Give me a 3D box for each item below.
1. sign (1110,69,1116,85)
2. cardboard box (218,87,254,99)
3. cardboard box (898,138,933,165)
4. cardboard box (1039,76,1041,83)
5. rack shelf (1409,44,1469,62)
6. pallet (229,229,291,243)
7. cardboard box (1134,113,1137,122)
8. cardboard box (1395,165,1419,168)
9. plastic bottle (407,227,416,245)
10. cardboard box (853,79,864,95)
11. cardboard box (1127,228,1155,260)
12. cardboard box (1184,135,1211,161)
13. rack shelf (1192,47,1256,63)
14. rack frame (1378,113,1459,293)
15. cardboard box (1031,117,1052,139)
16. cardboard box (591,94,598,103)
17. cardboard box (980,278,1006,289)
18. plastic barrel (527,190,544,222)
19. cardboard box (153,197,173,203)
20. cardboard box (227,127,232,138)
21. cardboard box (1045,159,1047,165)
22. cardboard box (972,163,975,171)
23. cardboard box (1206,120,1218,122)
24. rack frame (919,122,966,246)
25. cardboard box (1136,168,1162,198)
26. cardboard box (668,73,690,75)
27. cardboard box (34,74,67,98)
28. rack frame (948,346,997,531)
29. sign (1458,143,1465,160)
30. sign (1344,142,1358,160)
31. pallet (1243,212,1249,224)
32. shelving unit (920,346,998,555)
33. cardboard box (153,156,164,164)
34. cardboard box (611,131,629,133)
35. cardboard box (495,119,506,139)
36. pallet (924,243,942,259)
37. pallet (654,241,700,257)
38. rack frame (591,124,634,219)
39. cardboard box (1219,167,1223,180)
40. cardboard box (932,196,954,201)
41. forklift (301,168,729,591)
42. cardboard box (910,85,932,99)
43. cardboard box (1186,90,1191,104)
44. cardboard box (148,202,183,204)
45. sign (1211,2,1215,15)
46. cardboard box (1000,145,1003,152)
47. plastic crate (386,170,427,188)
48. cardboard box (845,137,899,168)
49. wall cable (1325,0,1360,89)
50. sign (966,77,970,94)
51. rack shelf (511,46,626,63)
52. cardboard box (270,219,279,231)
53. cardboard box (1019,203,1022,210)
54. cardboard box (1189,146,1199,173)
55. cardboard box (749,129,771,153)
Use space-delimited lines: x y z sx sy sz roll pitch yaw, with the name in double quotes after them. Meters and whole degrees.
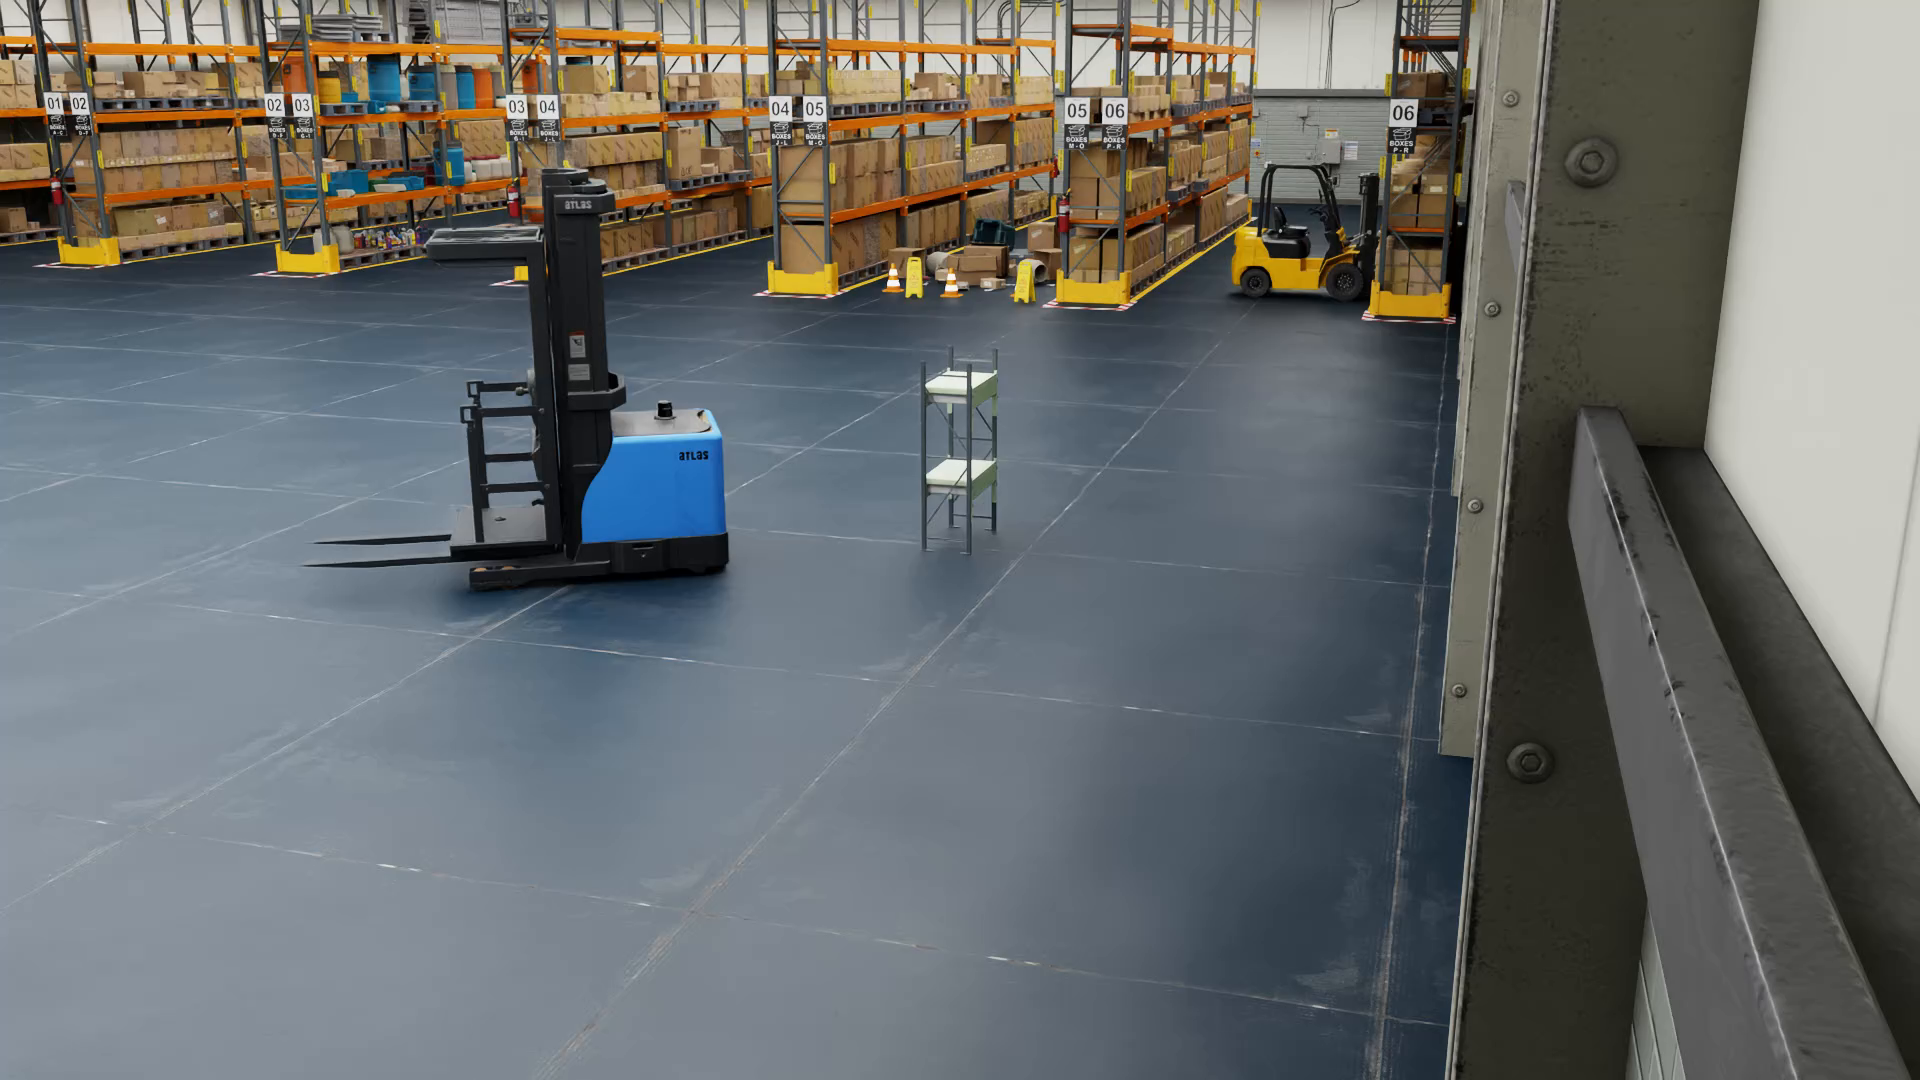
2.738 -8.254 29.767 0.100 0.325 0.005 5 16 16 "sign"
-15.543 -9.602 35.693 0.500 0.250 0.500 6 17 22 "cardboard box"
-0.935 -7.747 33.128 0.700 0.500 0.500 4 16 15 "cardboard box"
1.757 -11.258 40.654 0.380 0.149 0.250 4 16 15 "cardboard box"
8.600 -8.818 29.978 1.077 0.370 4.000 5 16 16 "rack shelf"
-15.555 -6.723 36.644 1.003 0.211 1.213 5 16 16 "pallet"
2.637 -6.810 26.807 0.380 0.149 0.250 5 17 17 "cardboard box"
7.385 -6.118 27.483 0.380 0.149 0.250 4 16 15 "cardboard box"
-11.032 -6.095 33.370 0.144 0.351 0.185 5 16 16 "plastic bottle"
-1.971 -7.777 28.532 0.500 0.250 0.500 4 16 15 "cardboard box"
3.073 -5.128 28.808 0.500 0.500 0.500 6 17 19 "cardboard box"
4.914 -8.147 34.540 0.500 0.500 0.500 5 16 16 "cardboard box"
6.113 -11.295 38.710 1.077 0.370 4.000 5 16 16 "rack shelf"
6.894 -4.900 25.109 1.000 3.000 0.127 5 16 16 "rack frame"
2.015 -10.361 41.800 0.500 0.500 0.500 4 16 15 "cardboard box"
-6.728 -7.935 29.854 0.380 0.149 0.250 5 16 16 "cardboard box"
0.570 -4.412 28.612 0.250 0.149 0.380 -15 21 -41 "cardboard box"
-9.720 -7.817 38.600 0.600 0.830 0.708 5 16 16 "plastic barrel"
-19.496 -8.115 40.217 0.700 0.500 0.500 5 17 17 "cardboard box"
-18.674 -10.230 41.761 0.500 0.250 0.500 5 17 16 "cardboard box"
1.978 -9.537 41.918 0.380 0.149 0.250 5 16 16 "cardboard box"
0.106 -8.058 35.933 0.380 0.149 0.250 5 17 19 "cardboard box"
5.932 -9.902 39.538 0.380 0.149 0.250 5 17 16 "cardboard box"
-0.367 -7.735 35.102 1.000 3.000 0.127 5 16 16 "rack frame"
3.244 -6.251 29.144 0.500 0.500 0.500 5 17 18 "cardboard box"
-5.758 -9.510 34.764 0.500 0.500 0.500 4 16 14 "cardboard box"
-20.246 -10.082 36.927 0.500 0.500 0.500 7 17 24 "cardboard box"
0.102 -0.816 13.456 0.400 1.500 0.023 5 16 16 "rack frame"
9.701 -7.508 32.182 0.100 0.325 0.005 5 16 16 "sign"
10.766 -10.716 45.788 0.329 0.494 0.001 5 16 16 "sign"
6.529 -7.913 40.843 1.003 0.211 1.213 5 16 16 "pallet"
-0.002 -0.720 13.119 0.431 1.500 0.755 5 16 16 "shelving unit"
-16.182 -7.605 33.273 0.380 0.149 0.250 4 16 15 "cardboard box"
-6.602 -7.674 32.325 0.500 0.500 0.500 5 16 16 "cardboard box"
-12.465 -11.131 45.061 0.500 0.500 0.500 5 17 17 "cardboard box"
-1.012 -5.875 33.654 1.003 0.211 1.213 5 16 16 "pallet"
-6.010 -5.962 33.961 1.003 0.211 1.213 5 16 16 "pallet"
-8.706 -9.576 41.595 1.000 3.000 0.127 5 16 16 "rack frame"
5.513 -8.082 36.600 0.500 0.250 0.500 4 16 15 "cardboard box"
-0.424 -7.294 35.986 0.500 0.250 0.500 4 16 15 "cardboard box"
-3.307 -1.198 12.182 3.031 2.935 1.130 -4 16 -13 "forklift"
-0.769 -8.790 32.619 0.396 0.266 0.258 5 16 16 "cardboard box"
3.965 -8.158 30.604 0.500 0.250 0.500 4 16 15 "cardboard box"
-16.443 -6.750 34.525 0.500 0.500 0.500 5 16 16 "cardboard box"
6.151 -12.927 40.411 0.100 0.325 0.005 5 16 16 "sign"
0.767 -8.958 38.016 0.380 0.149 0.250 4 16 14 "cardboard box"
-11.250 -7.326 33.776 0.767 0.338 0.504 5 16 16 "plastic crate"
-1.641 -7.186 30.914 0.875 0.550 0.550 5 16 16 "cardboard box"
11.408 -13.600 44.716 2.988 3.039 0.133 5 16 16 "wall cable"
0.163 -9.419 34.452 0.100 0.325 0.005 5 16 16 "sign"
-9.274 -11.401 39.084 1.077 0.370 4.000 5 16 16 "rack shelf"
-15.228 -6.968 36.667 0.500 0.250 0.500 5 17 17 "cardboard box"
1.280 -8.035 40.070 0.380 0.149 0.250 4 16 13 "cardboard box"
4.409 -7.494 32.755 0.500 0.500 0.500 4 16 15 "cardboard box"
-4.682 -9.037 37.671 0.797 0.503 0.637 5 17 17 "cardboard box"
